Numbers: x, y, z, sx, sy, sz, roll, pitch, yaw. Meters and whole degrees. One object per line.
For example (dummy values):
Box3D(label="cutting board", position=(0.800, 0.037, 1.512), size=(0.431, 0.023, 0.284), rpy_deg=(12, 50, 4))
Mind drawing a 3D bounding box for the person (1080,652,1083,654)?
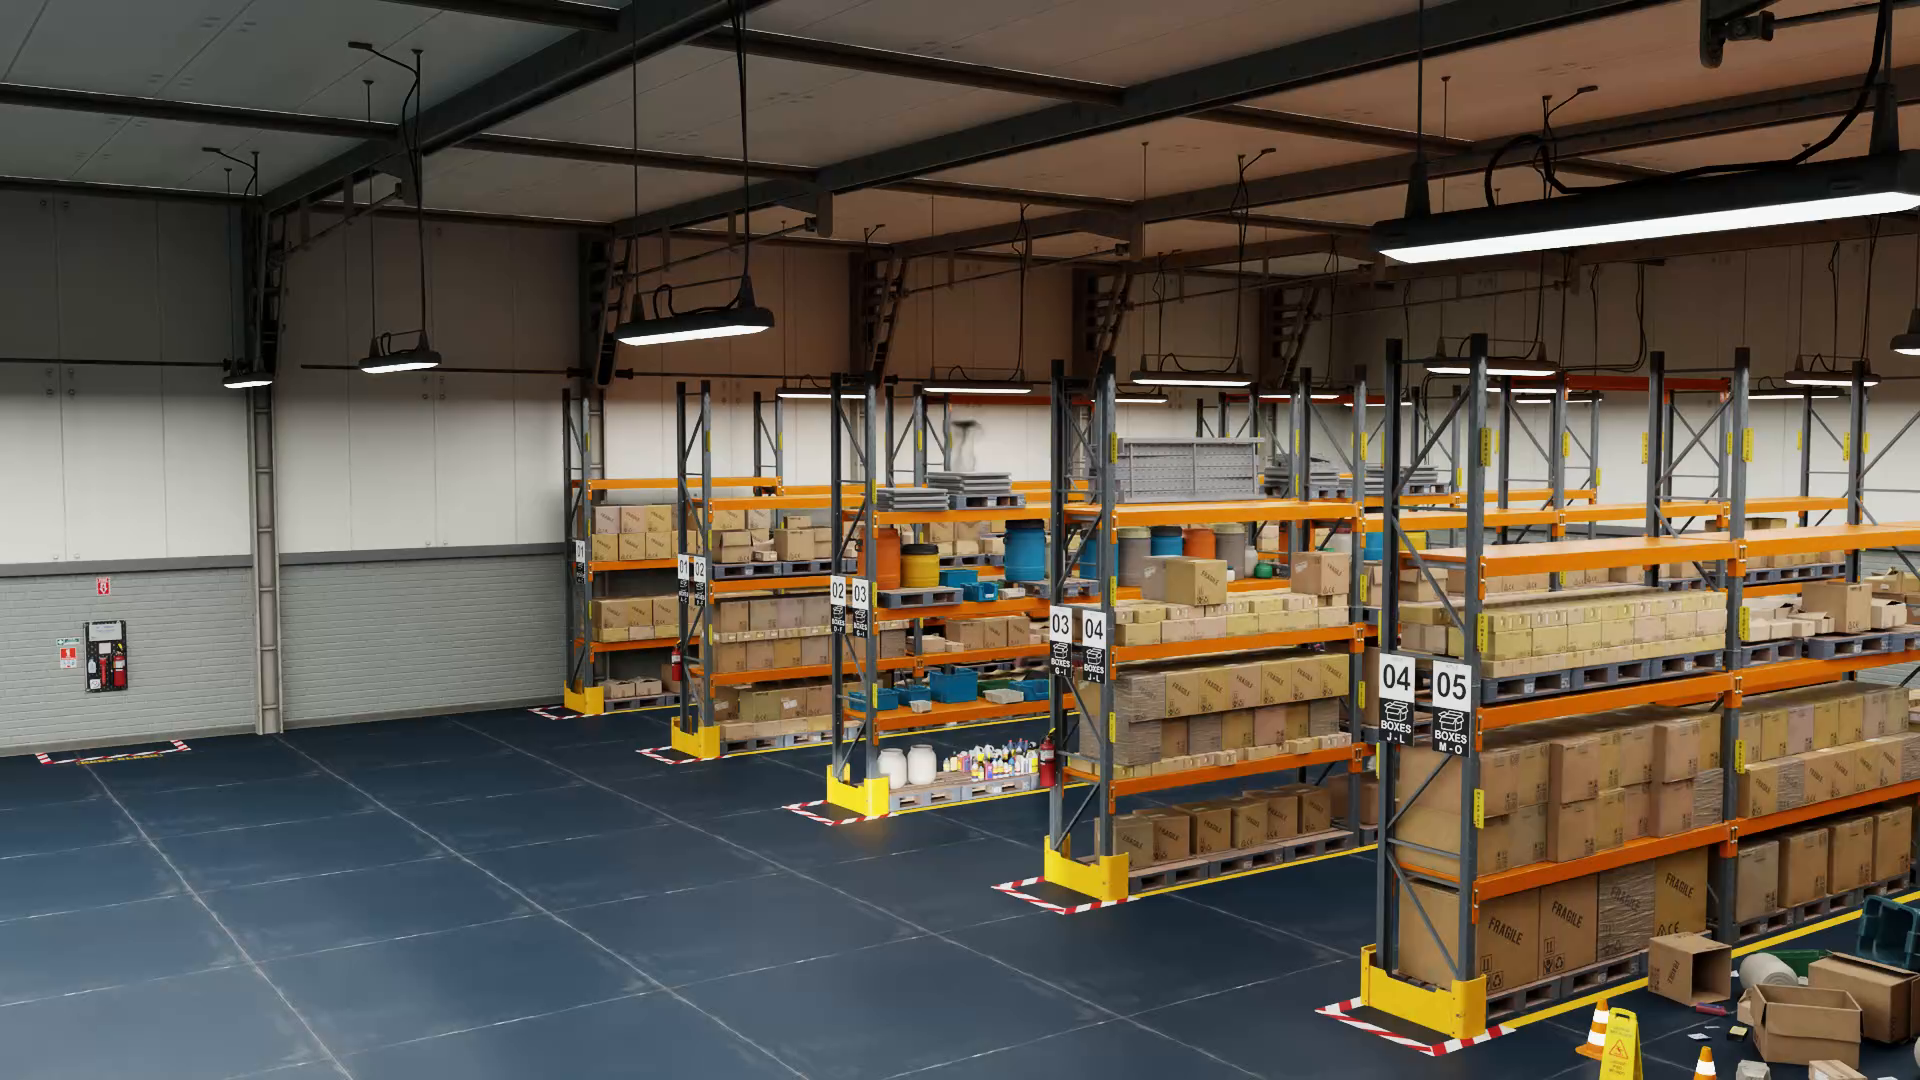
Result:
Box3D(label="person", position=(2.295, 2.567, 27.623), size=(0.747, 1.707, 0.657), rpy_deg=(-3, 4, -34))

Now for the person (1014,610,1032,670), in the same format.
Box3D(label="person", position=(1.286, 2.221, 33.305), size=(0.553, 1.629, 0.580), rpy_deg=(-3, 5, -37))

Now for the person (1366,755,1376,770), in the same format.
Box3D(label="person", position=(6.425, 2.644, 25.425), size=(0.733, 1.791, 0.925), rpy_deg=(3, 5, 42))
